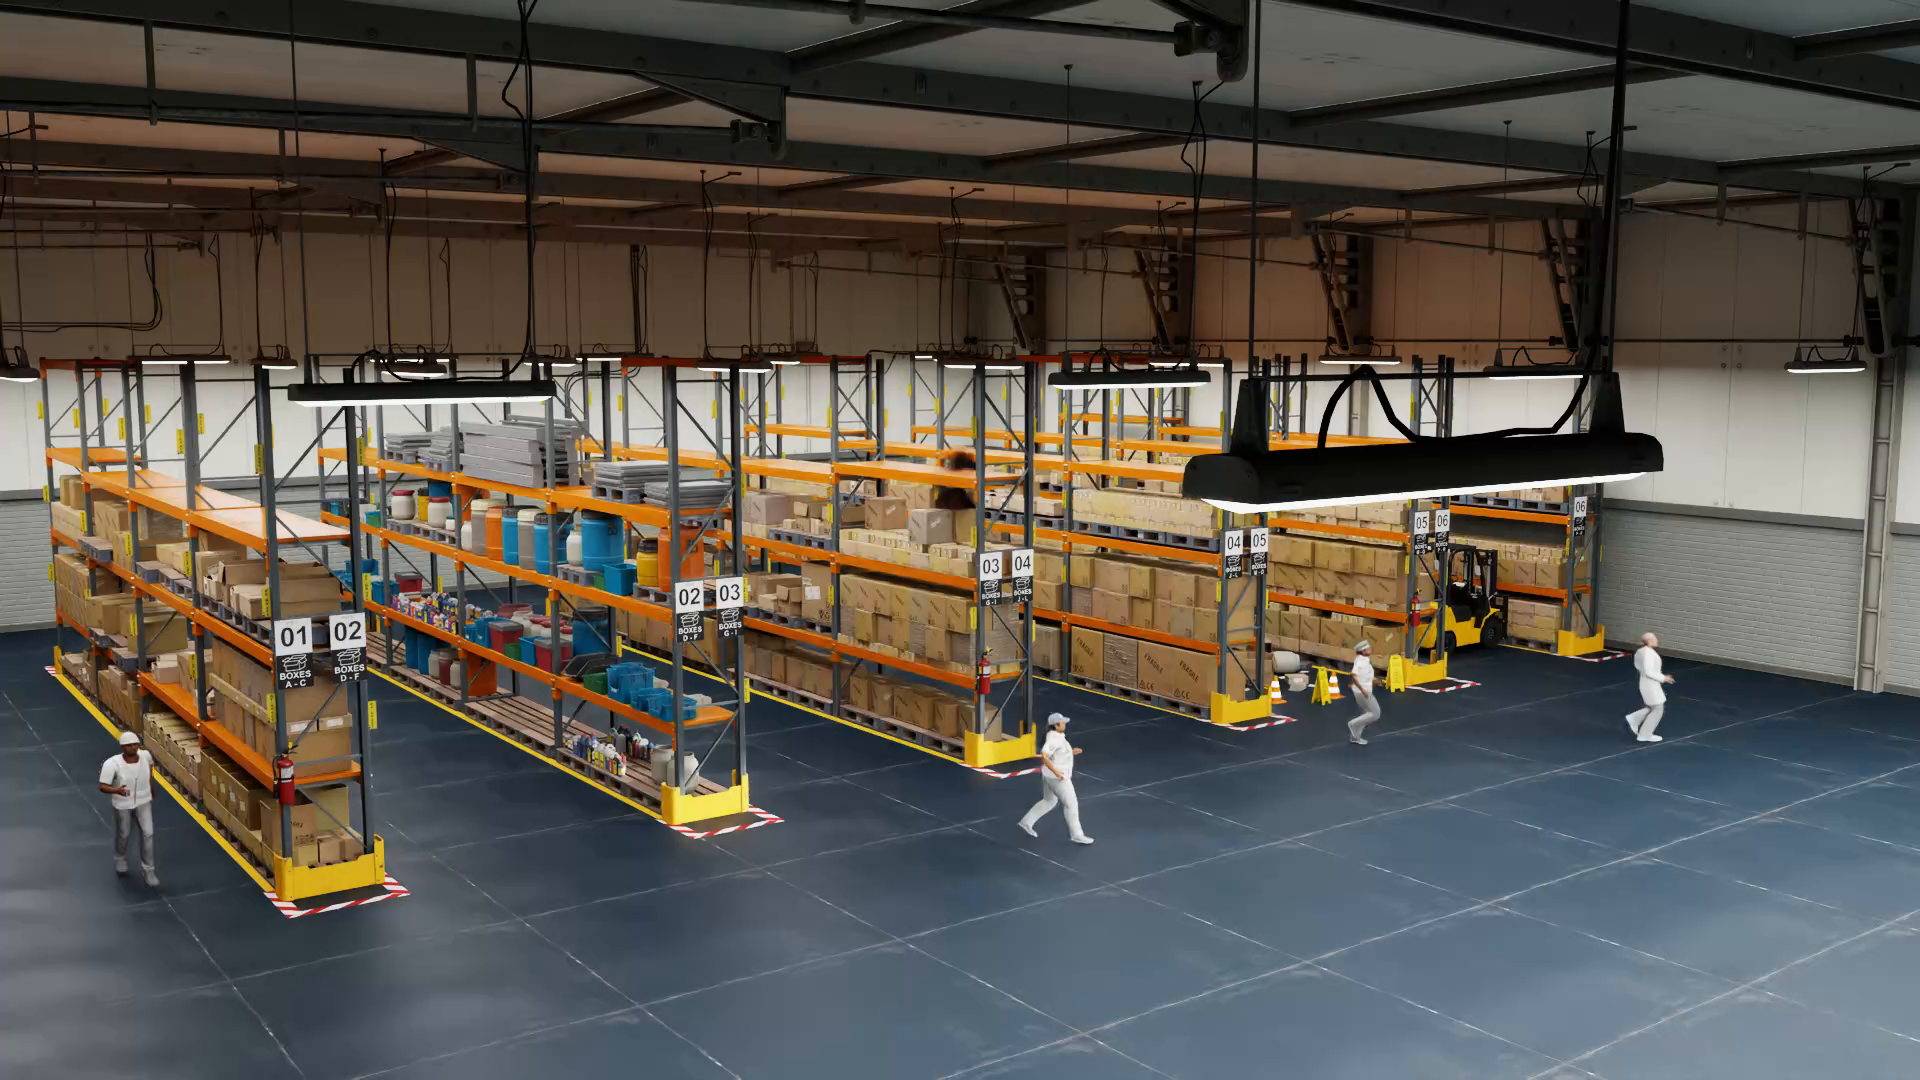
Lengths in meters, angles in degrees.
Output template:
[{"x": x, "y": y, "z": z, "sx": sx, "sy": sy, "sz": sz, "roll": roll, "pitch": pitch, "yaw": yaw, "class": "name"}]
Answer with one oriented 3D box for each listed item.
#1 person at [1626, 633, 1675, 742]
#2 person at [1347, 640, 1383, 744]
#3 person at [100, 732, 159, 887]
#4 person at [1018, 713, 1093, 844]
[{"x": 10.905, "y": 2.321, "z": 26.268, "sx": 0.661, "sy": 1.727, "sz": 0.706, "roll": 2, "pitch": 7, "yaw": 13, "class": "person"}, {"x": 6.372, "y": 2.385, "z": 26.123, "sx": 0.547, "sy": 1.663, "sz": 0.574, "roll": 1, "pitch": 7, "yaw": 10, "class": "person"}, {"x": -9.732, "y": 3.113, "z": 19.487, "sx": 0.640, "sy": 1.796, "sz": 0.890, "roll": -6, "pitch": 9, "yaw": -39, "class": "person"}, {"x": 1.207, "y": 2.991, "z": 20.883, "sx": 0.940, "sy": 1.650, "sz": 0.603, "roll": -1, "pitch": 7, "yaw": -8, "class": "person"}]
